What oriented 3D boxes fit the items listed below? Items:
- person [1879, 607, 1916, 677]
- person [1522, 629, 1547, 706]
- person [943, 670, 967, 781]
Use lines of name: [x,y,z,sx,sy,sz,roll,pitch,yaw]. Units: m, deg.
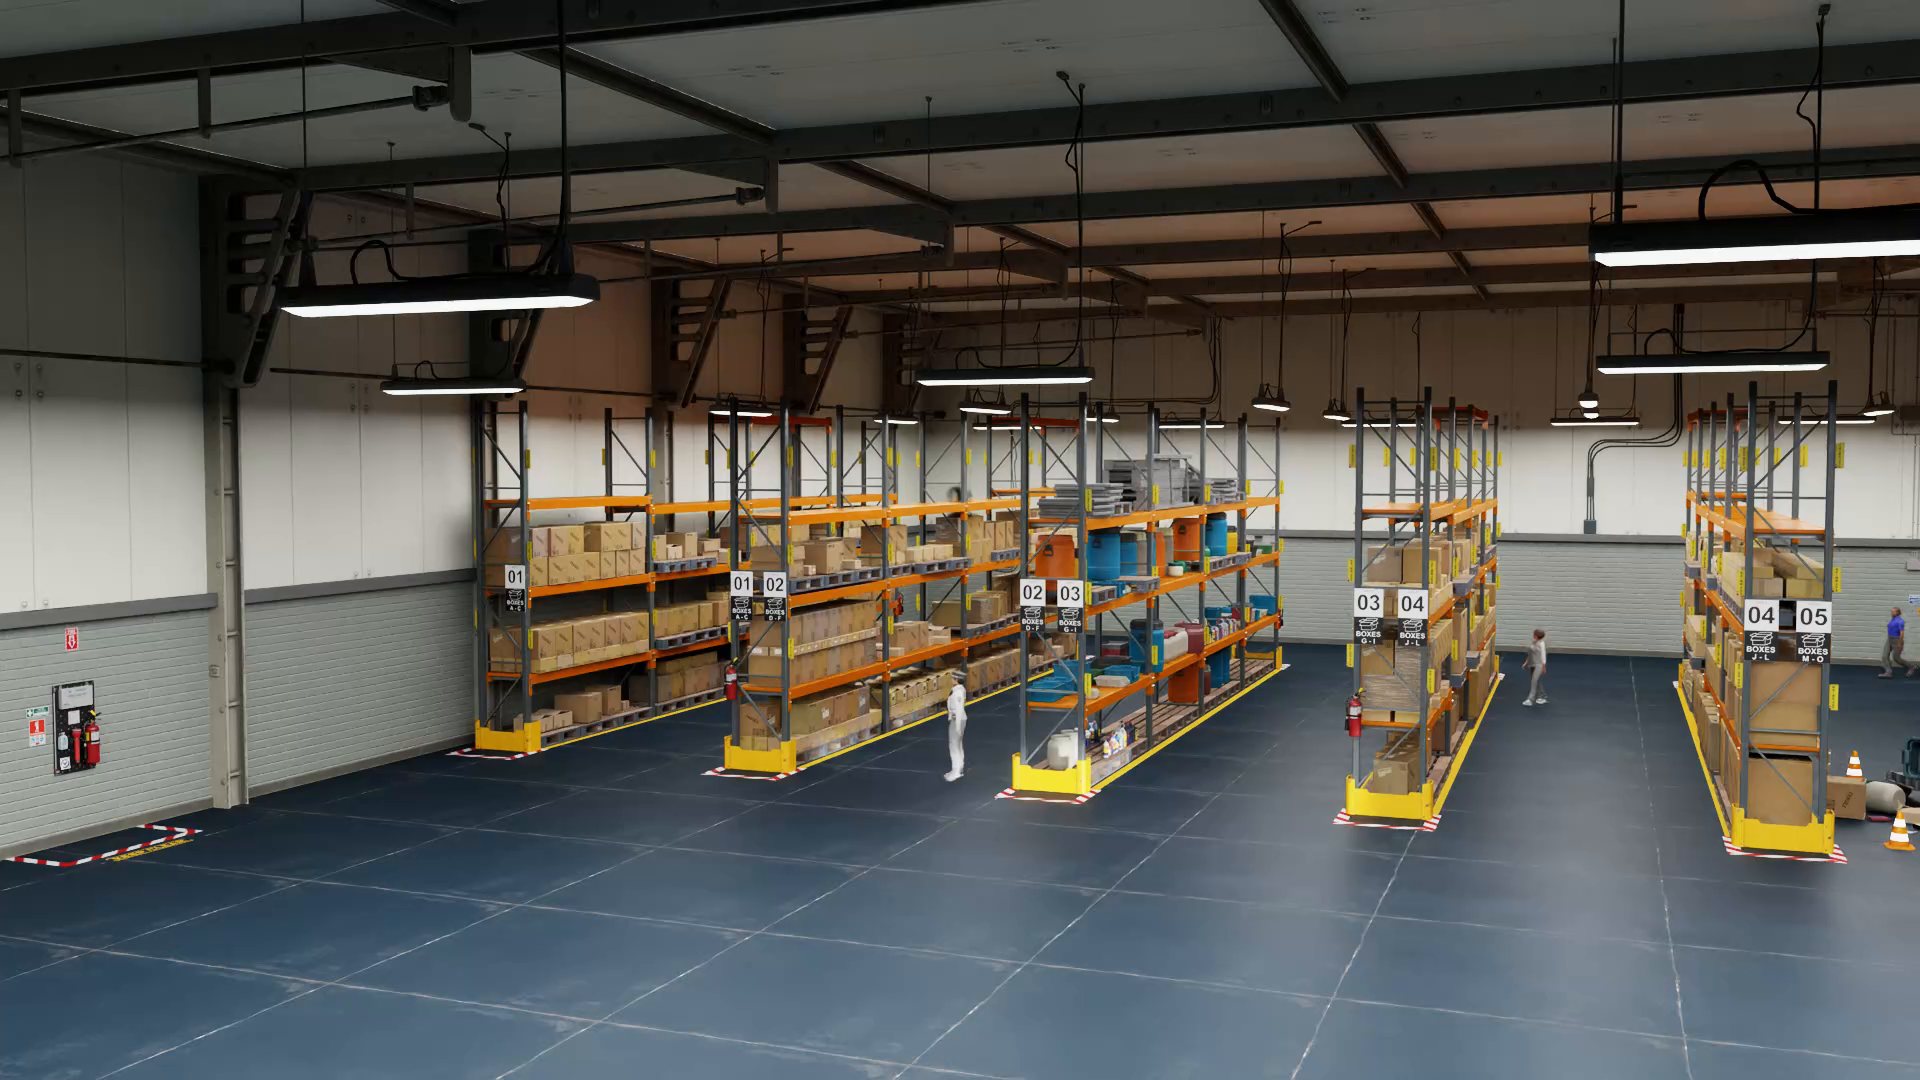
person: [21.392,2.328,37.979,0.742,1.613,0.500,0,3,-6]
person: [11.648,2.569,33.736,0.863,1.551,0.472,-2,3,-29]
person: [-0.070,2.908,26.097,0.350,1.716,0.561,0,3,4]
